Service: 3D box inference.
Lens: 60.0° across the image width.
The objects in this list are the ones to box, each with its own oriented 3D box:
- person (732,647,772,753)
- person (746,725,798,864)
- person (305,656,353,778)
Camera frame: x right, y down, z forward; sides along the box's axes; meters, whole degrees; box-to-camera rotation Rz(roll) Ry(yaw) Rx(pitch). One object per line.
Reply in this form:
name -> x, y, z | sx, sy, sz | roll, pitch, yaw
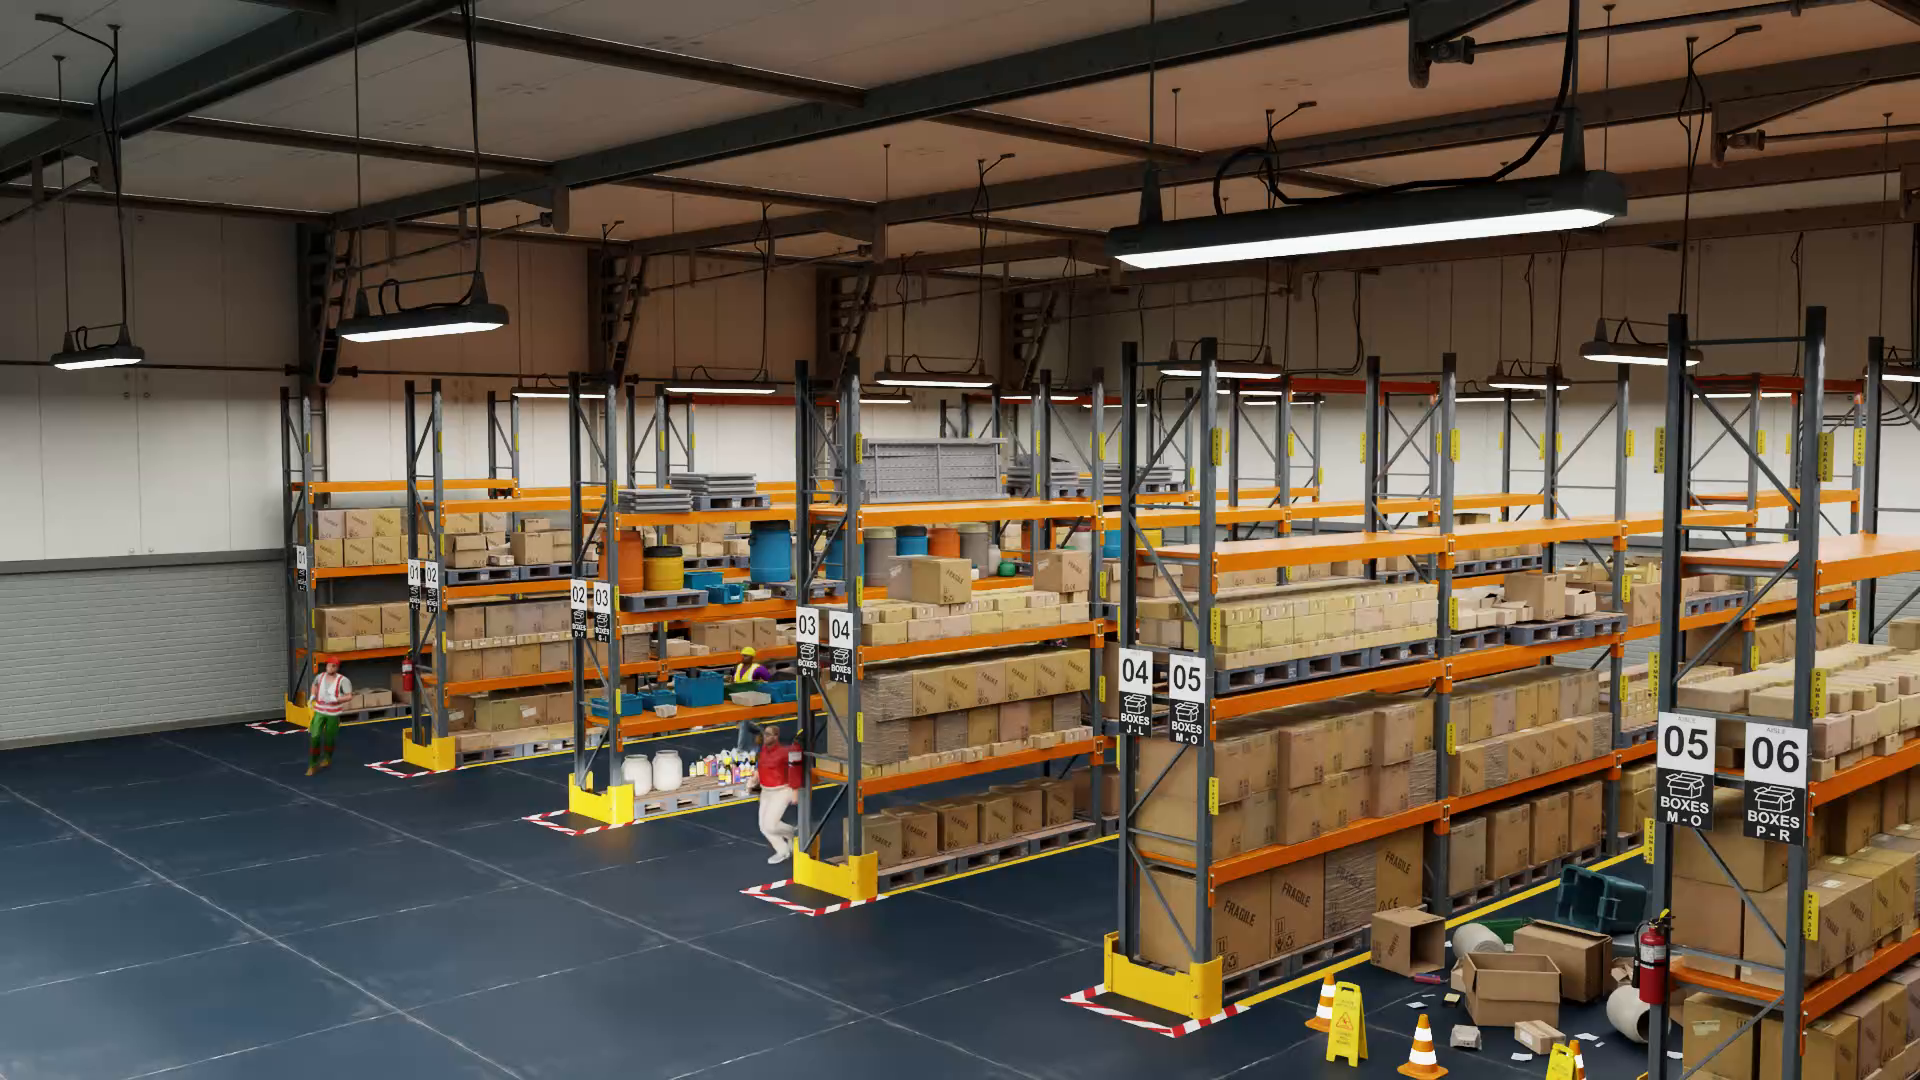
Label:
person -> -3.390, 2.582, 26.596 | 0.699, 1.752, 0.923 | 3, 5, 36
person -> -2.254, 3.062, 19.983 | 0.591, 1.669, 0.674 | -4, 5, -45
person -> -9.589, 2.673, 25.376 | 0.681, 1.833, 0.790 | 0, 4, -7
